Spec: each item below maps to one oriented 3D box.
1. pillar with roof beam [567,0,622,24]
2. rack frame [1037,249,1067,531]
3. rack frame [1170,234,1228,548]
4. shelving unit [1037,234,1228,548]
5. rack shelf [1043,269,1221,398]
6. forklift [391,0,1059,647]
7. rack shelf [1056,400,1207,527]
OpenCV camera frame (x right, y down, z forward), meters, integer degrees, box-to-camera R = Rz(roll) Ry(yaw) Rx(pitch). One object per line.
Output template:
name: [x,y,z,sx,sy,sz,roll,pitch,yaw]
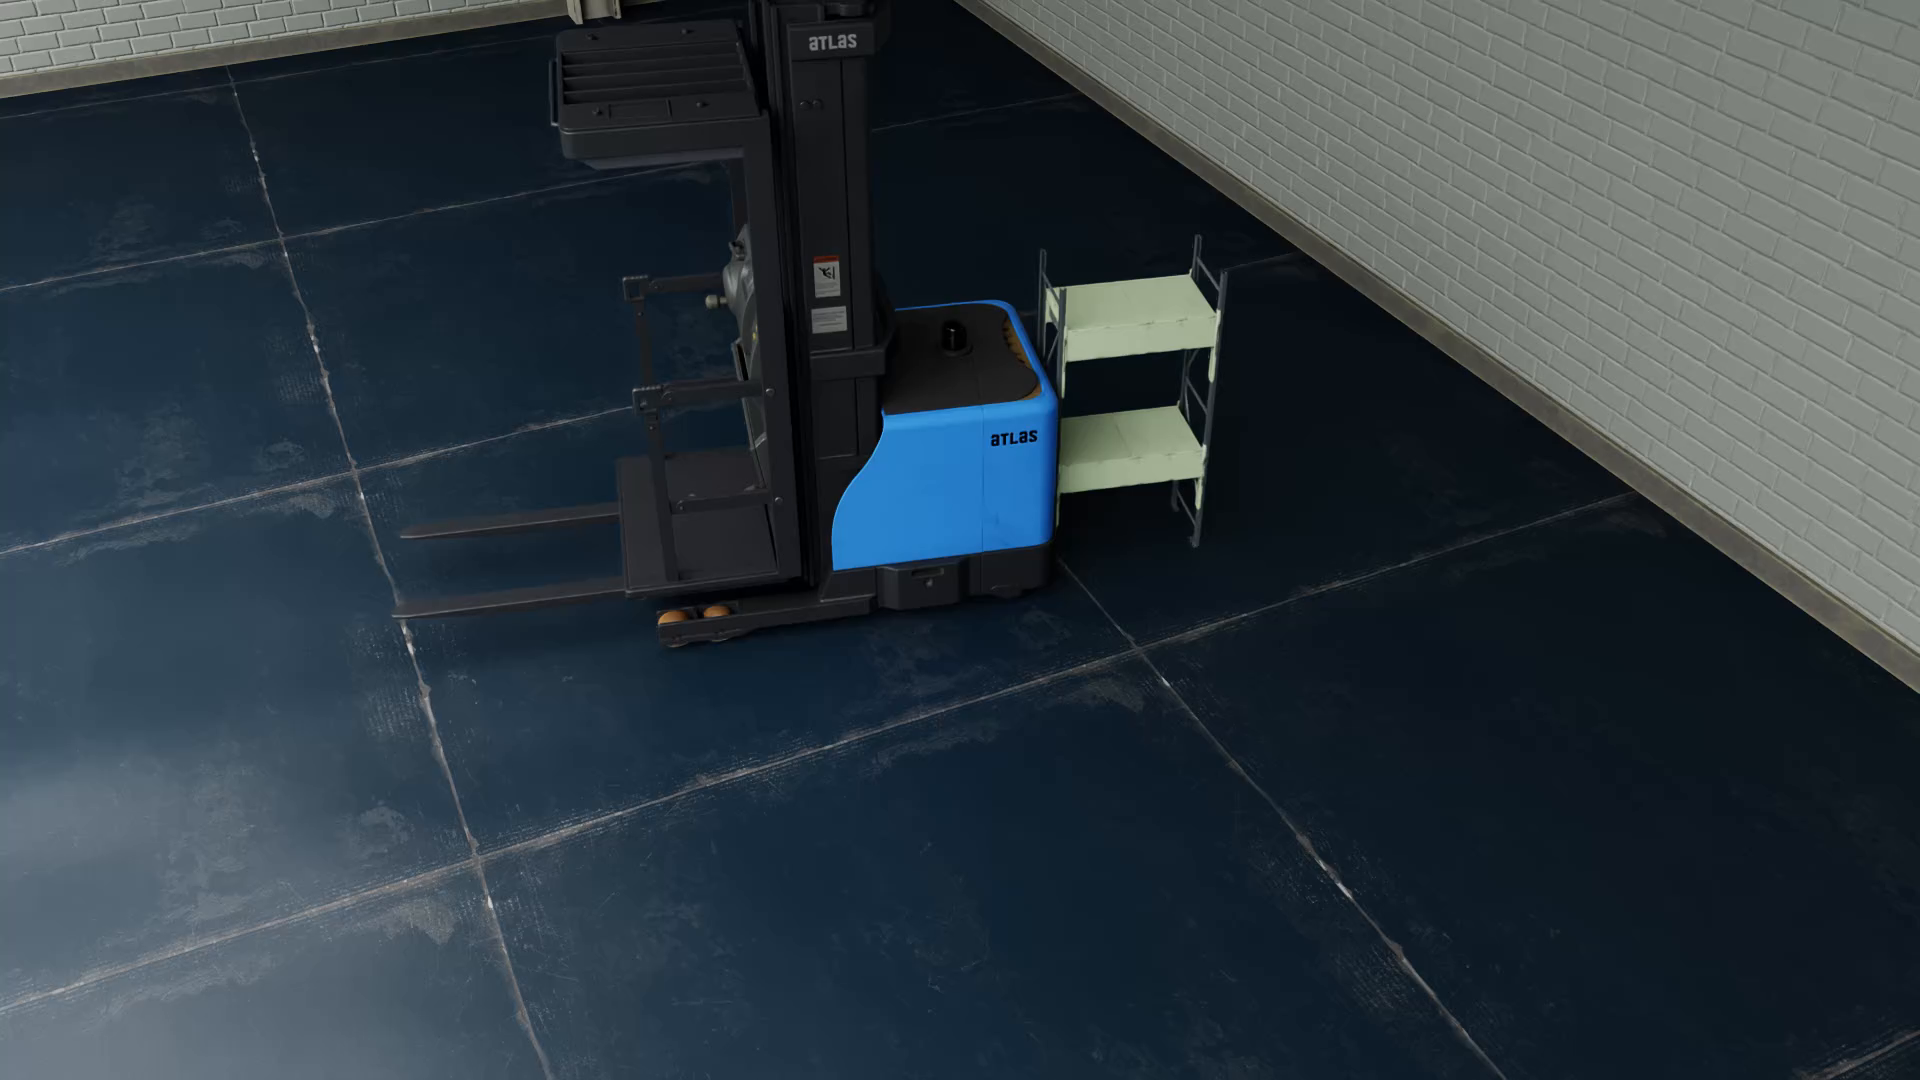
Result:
pillar with roof beam: [-1.322,-5.819,8.542,0.400,9.000,9.100,-16,39,-20]
rack frame: [0.410,-0.593,7.791,0.023,1.500,0.400,-7,37,-9]
rack frame: [1.127,-0.681,7.909,0.023,1.500,0.400,-7,37,-9]
shelving unit: [0.769,-0.637,7.850,0.755,1.500,0.431,-7,37,-9]
rack shelf: [0.769,-0.950,7.617,0.720,0.370,0.431,-7,37,-9]
forklift: [-1.121,-1.032,7.182,3.031,2.935,1.130,-7,37,-9]
rack shelf: [0.769,-0.375,8.044,0.720,0.370,0.431,-7,37,-9]
